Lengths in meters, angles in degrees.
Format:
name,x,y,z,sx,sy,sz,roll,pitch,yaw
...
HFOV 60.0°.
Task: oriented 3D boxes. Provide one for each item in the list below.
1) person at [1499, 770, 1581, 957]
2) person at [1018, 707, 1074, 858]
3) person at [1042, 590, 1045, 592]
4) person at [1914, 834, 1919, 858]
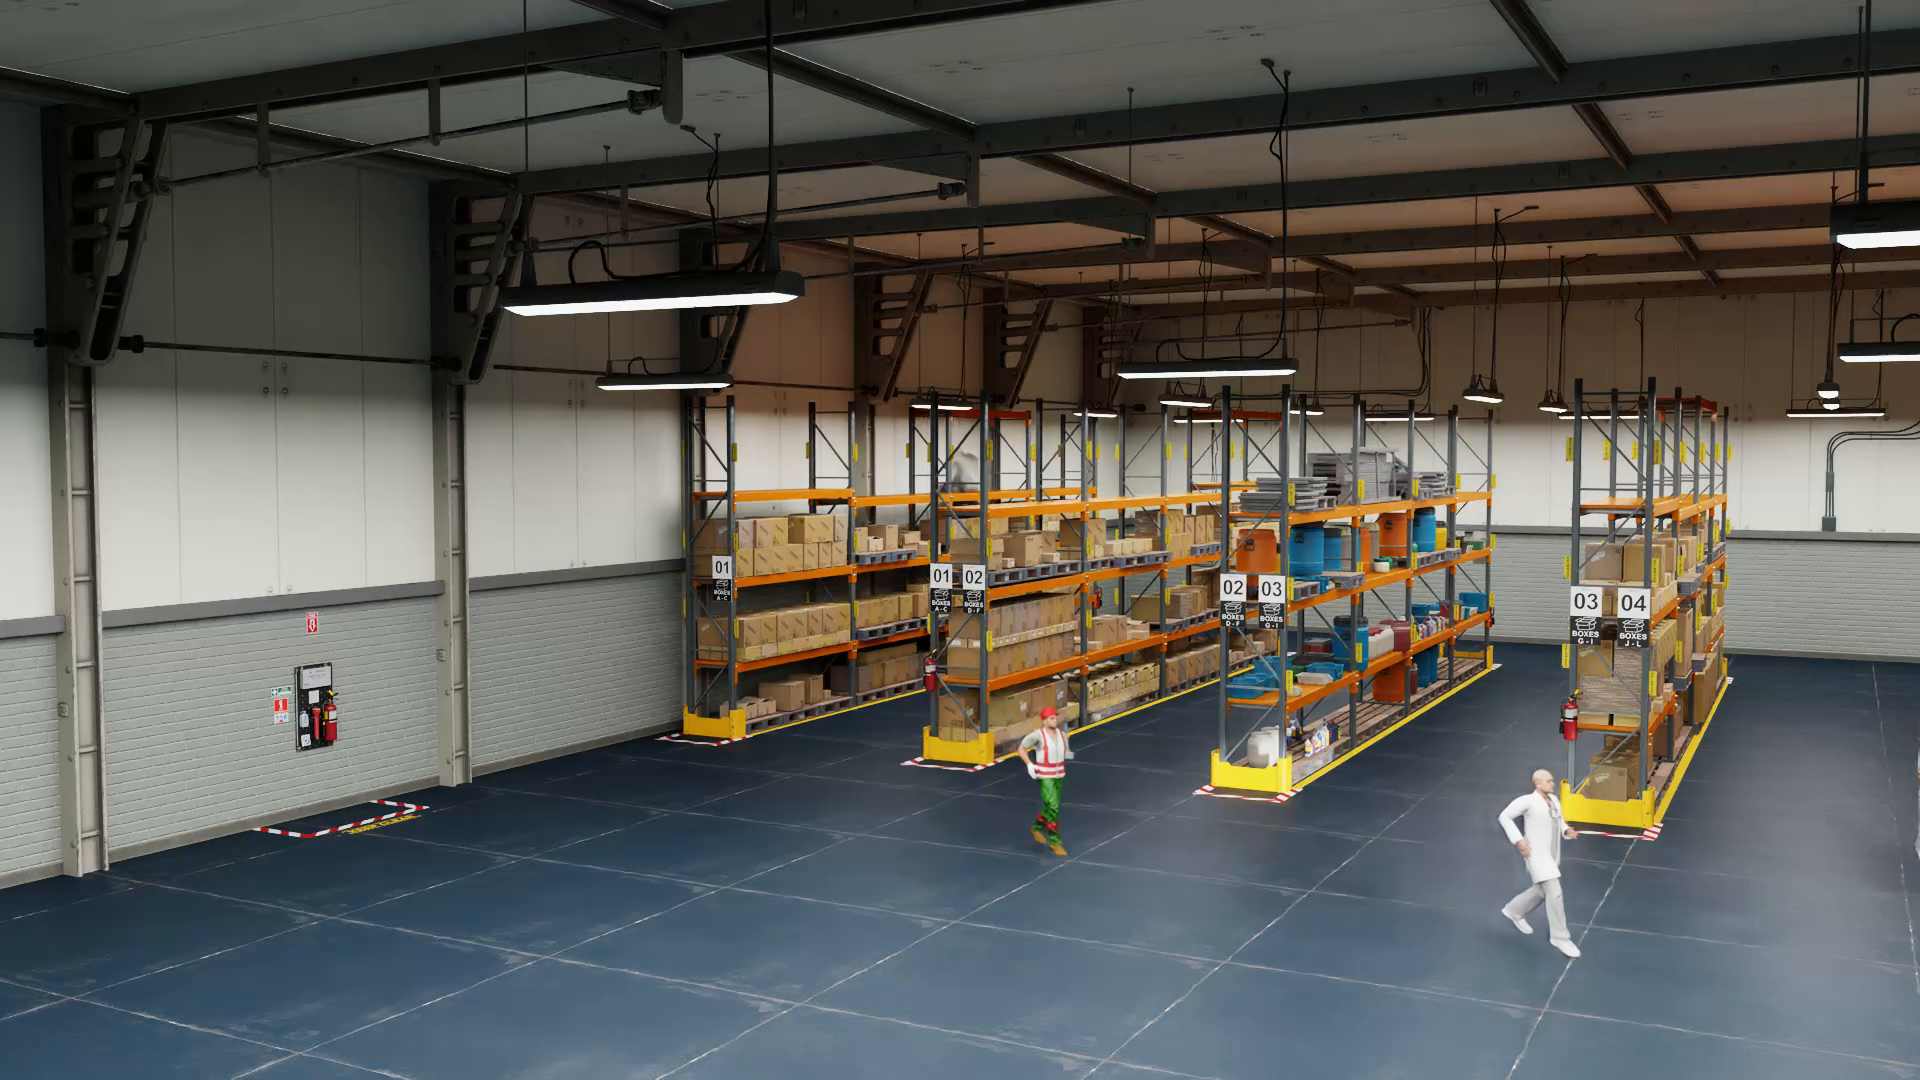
name,x,y,z,sx,sy,sz,roll,pitch,yaw
person,5.895,3.219,16.858,0.724,1.779,1.013,-2,4,-37
person,1.118,3.000,20.857,0.640,1.824,0.814,-2,4,-38
person,1.719,1.958,35.219,0.697,1.843,0.902,1,3,20
person,11.824,3.116,20.030,0.584,1.731,0.775,0,3,0
